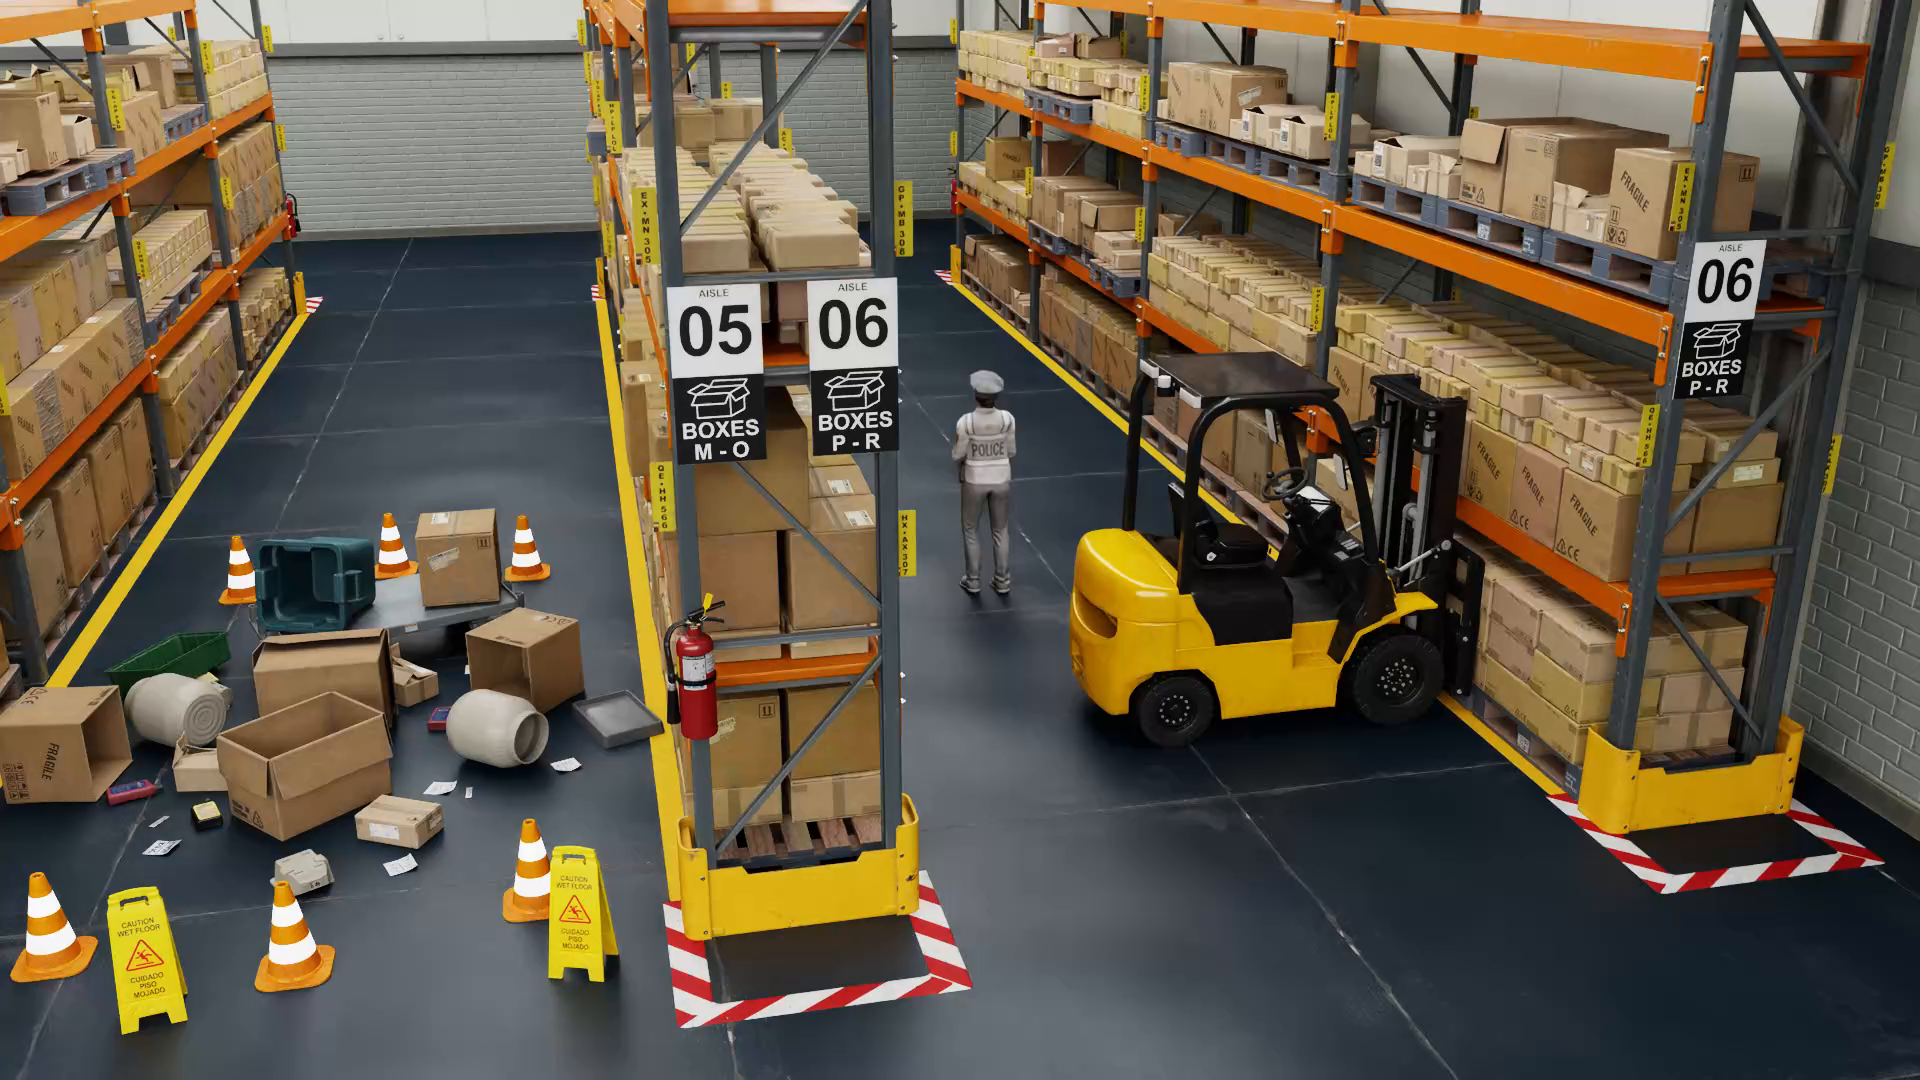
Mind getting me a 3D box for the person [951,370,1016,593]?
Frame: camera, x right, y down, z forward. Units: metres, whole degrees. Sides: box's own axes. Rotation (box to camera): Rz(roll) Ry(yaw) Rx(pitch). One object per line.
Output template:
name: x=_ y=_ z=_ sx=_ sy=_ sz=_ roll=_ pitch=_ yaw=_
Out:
person: x=0.166 y=-0.438 z=12.243 sx=0.479 sy=1.692 sz=0.529 roll=-5 pitch=20 yaw=-13
